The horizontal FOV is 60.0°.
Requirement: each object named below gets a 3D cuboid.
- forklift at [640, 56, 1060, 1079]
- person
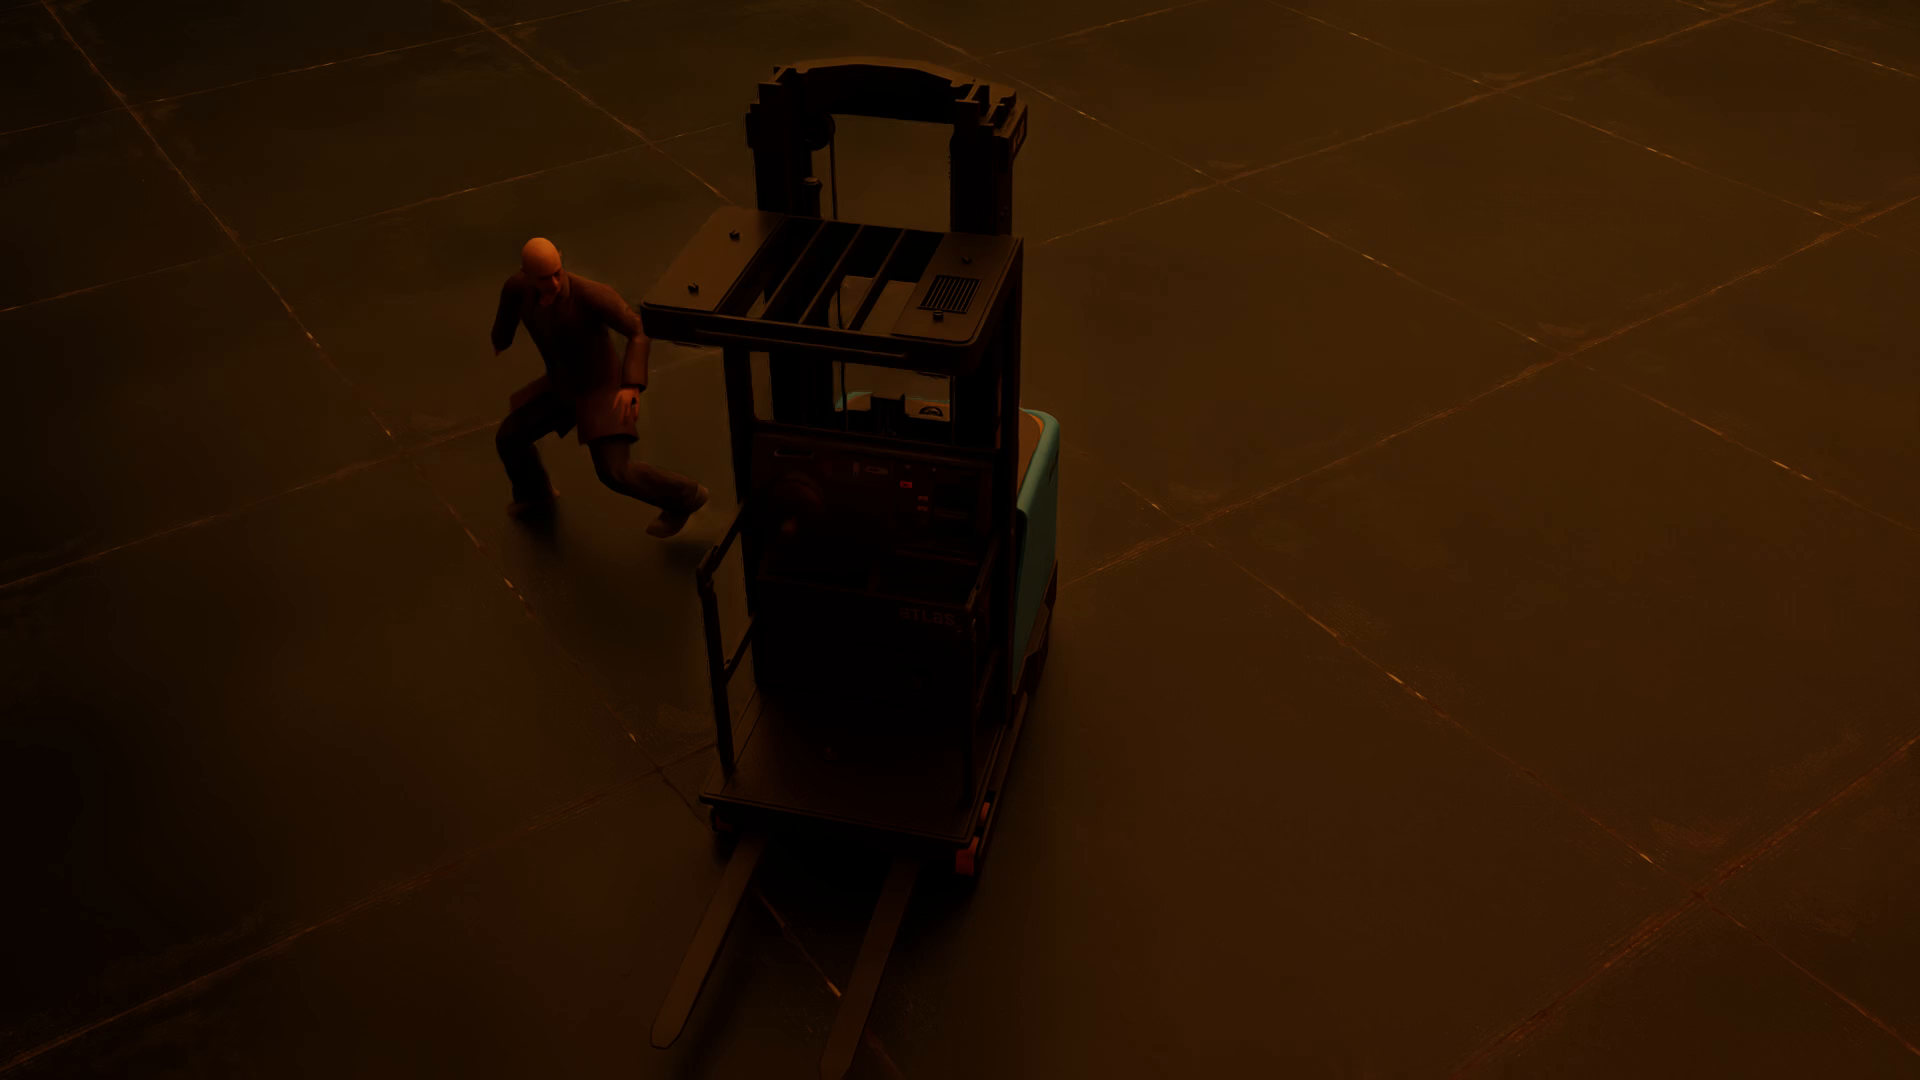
[{"bbox_3d":[-0.383,-0.097,6.075,1.130,2.935,3.031,8,37,11],"label":"forklift"},{"bbox_3d":[-1.912,-0.740,8.124,1.222,1.682,0.567,21,41,26],"label":"person"}]
